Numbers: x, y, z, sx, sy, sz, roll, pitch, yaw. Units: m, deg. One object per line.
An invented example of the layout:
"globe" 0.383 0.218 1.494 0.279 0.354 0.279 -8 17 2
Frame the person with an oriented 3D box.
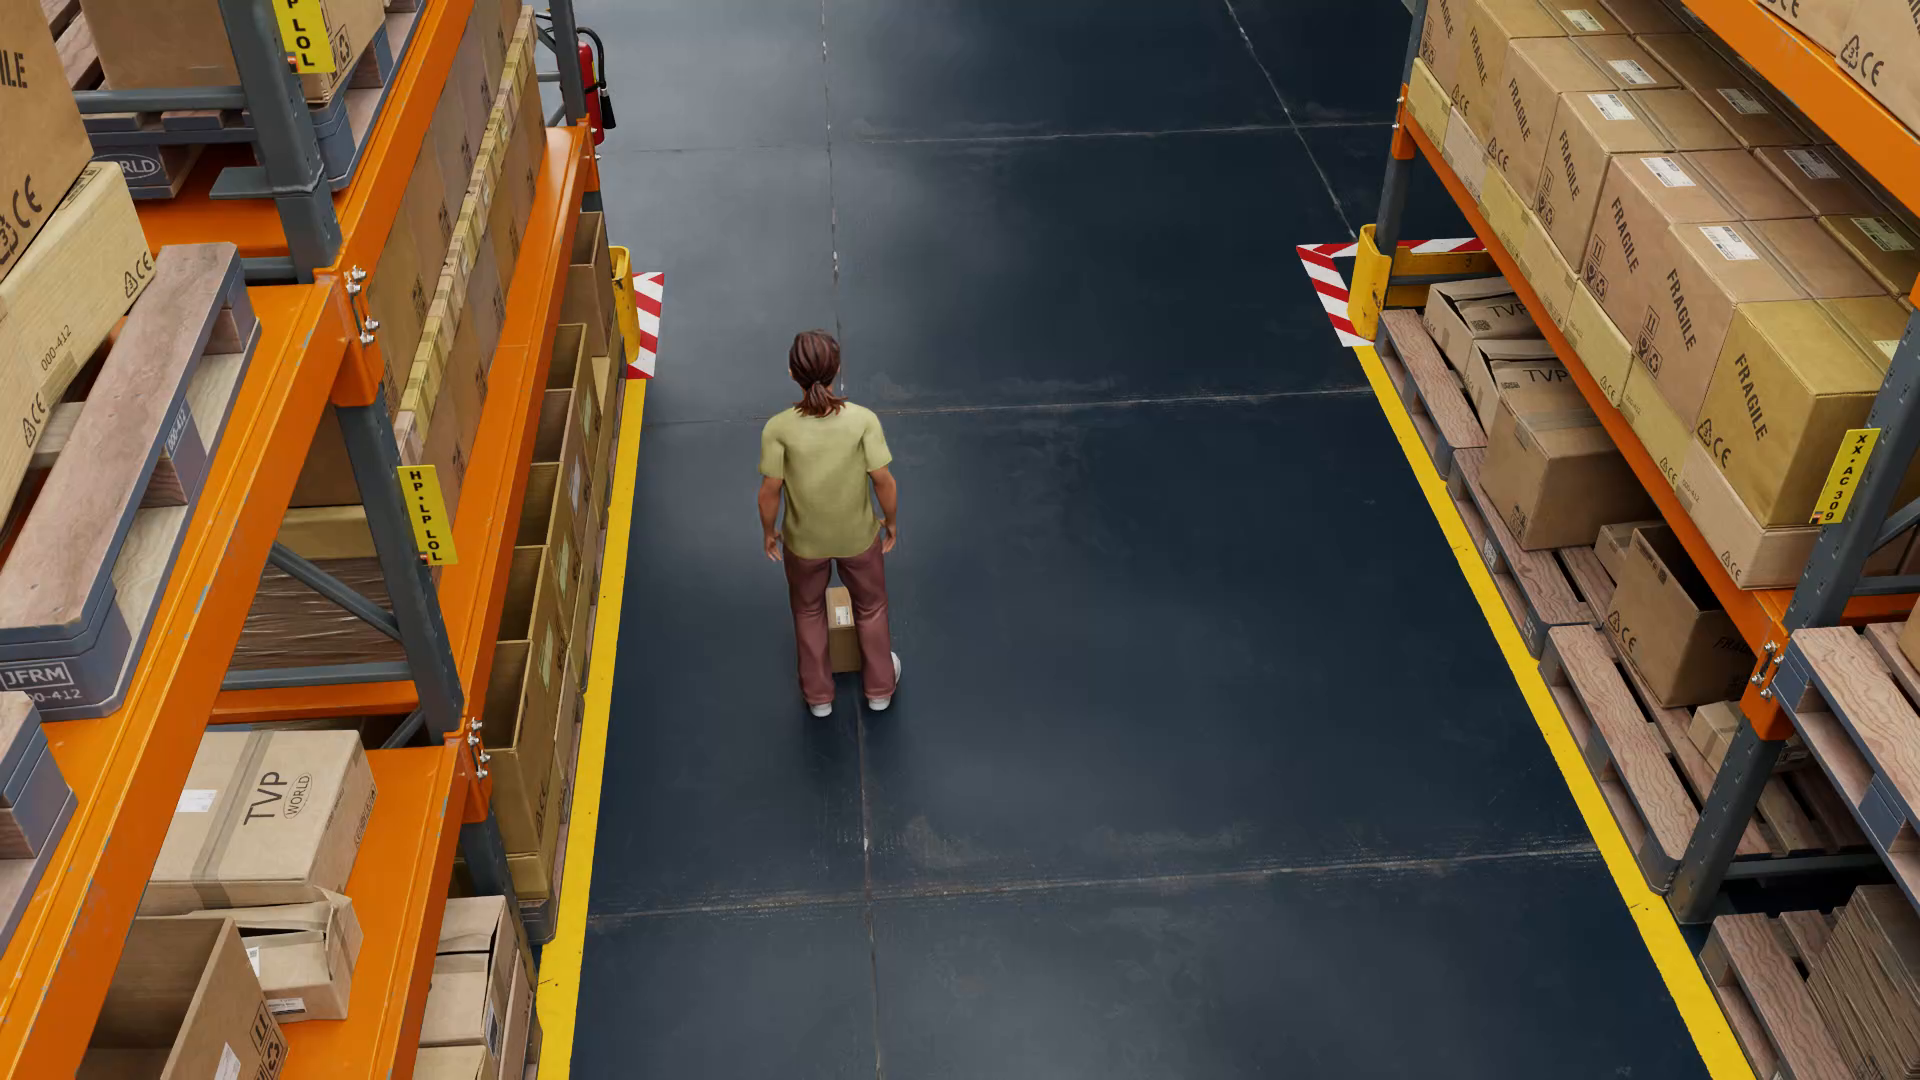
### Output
"person" -0.482 -0.026 6.188 0.505 1.672 0.354 -4 39 -5
